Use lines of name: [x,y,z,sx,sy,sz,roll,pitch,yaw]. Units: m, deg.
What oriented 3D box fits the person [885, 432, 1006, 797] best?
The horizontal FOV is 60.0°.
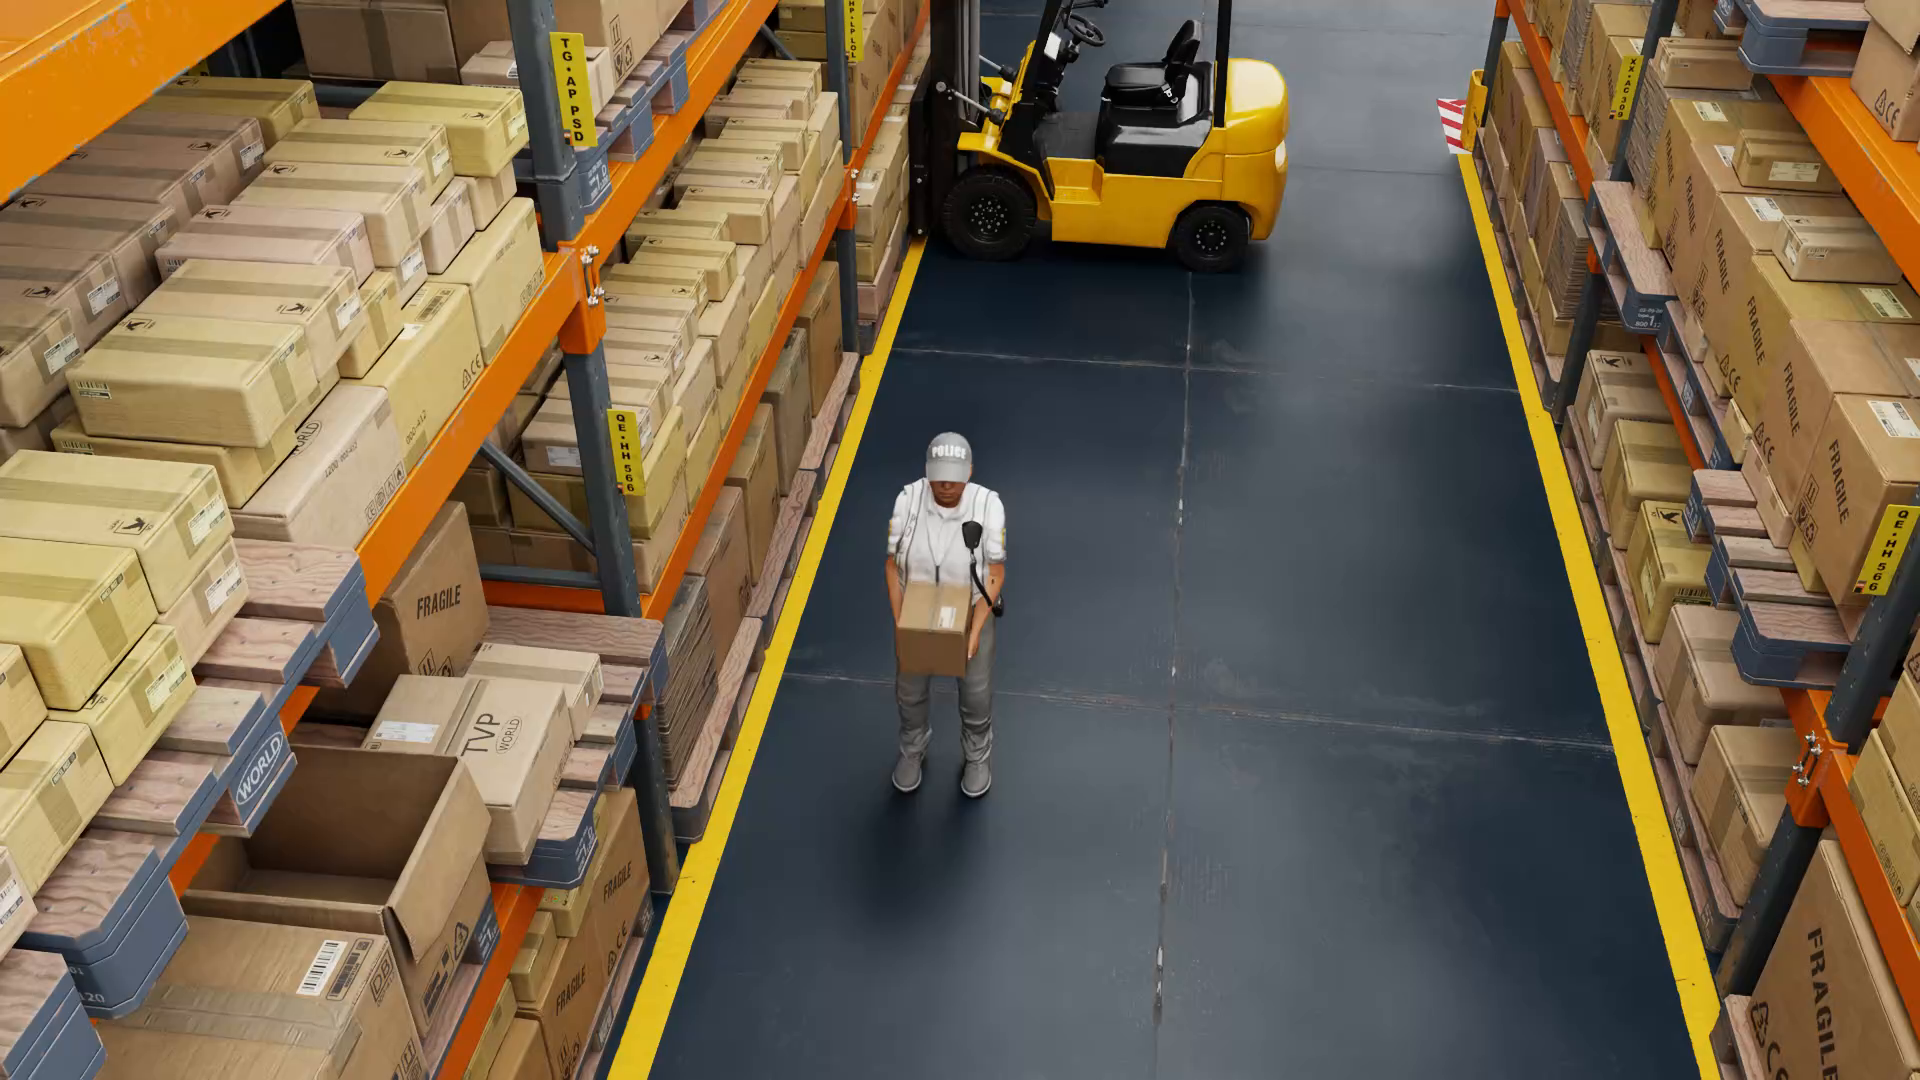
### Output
person: [-0.062,0.338,6.574,0.471,1.664,0.536,4,37,6]
